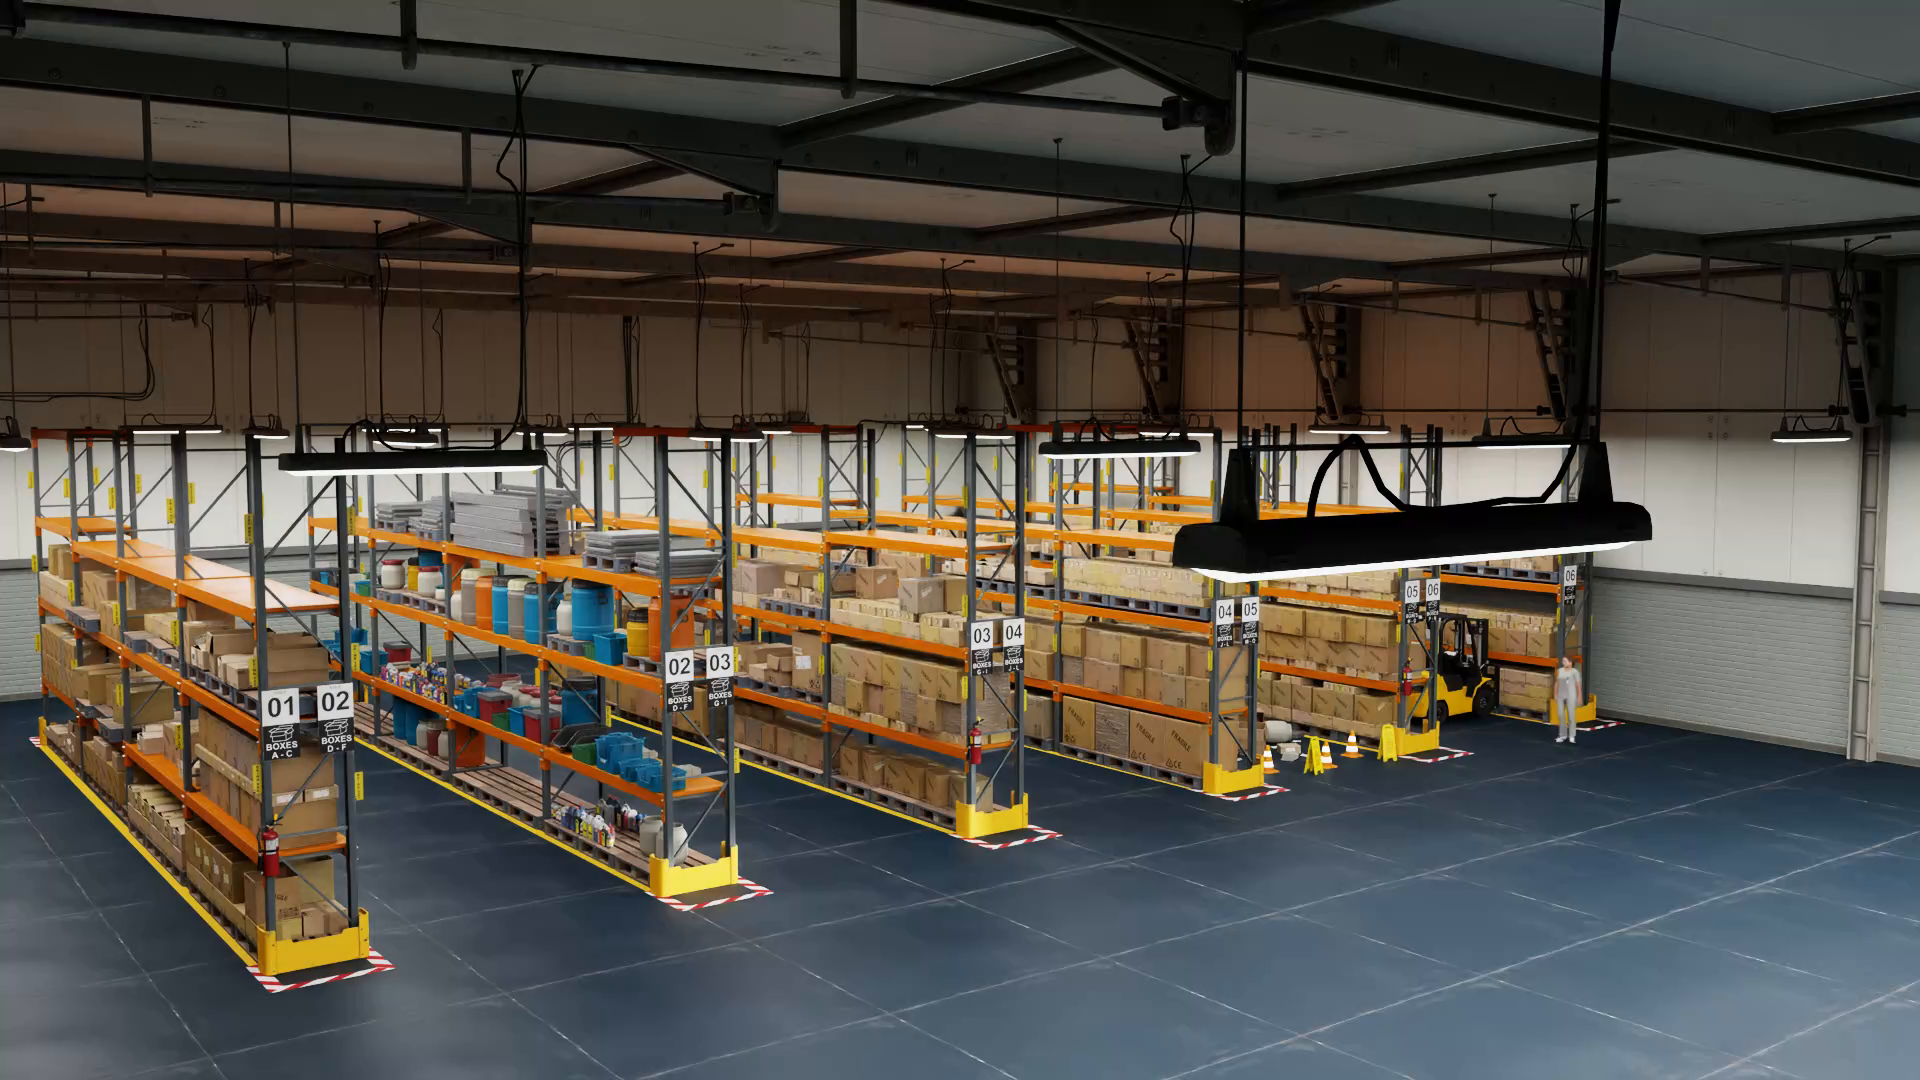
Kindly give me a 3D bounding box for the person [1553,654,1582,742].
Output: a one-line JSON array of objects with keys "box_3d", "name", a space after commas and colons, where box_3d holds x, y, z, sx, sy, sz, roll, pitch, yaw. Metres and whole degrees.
[{"box_3d": [11.571, 3.022, 31.650, 0.542, 1.707, 0.375, 4, 6, 39], "name": "person"}]
